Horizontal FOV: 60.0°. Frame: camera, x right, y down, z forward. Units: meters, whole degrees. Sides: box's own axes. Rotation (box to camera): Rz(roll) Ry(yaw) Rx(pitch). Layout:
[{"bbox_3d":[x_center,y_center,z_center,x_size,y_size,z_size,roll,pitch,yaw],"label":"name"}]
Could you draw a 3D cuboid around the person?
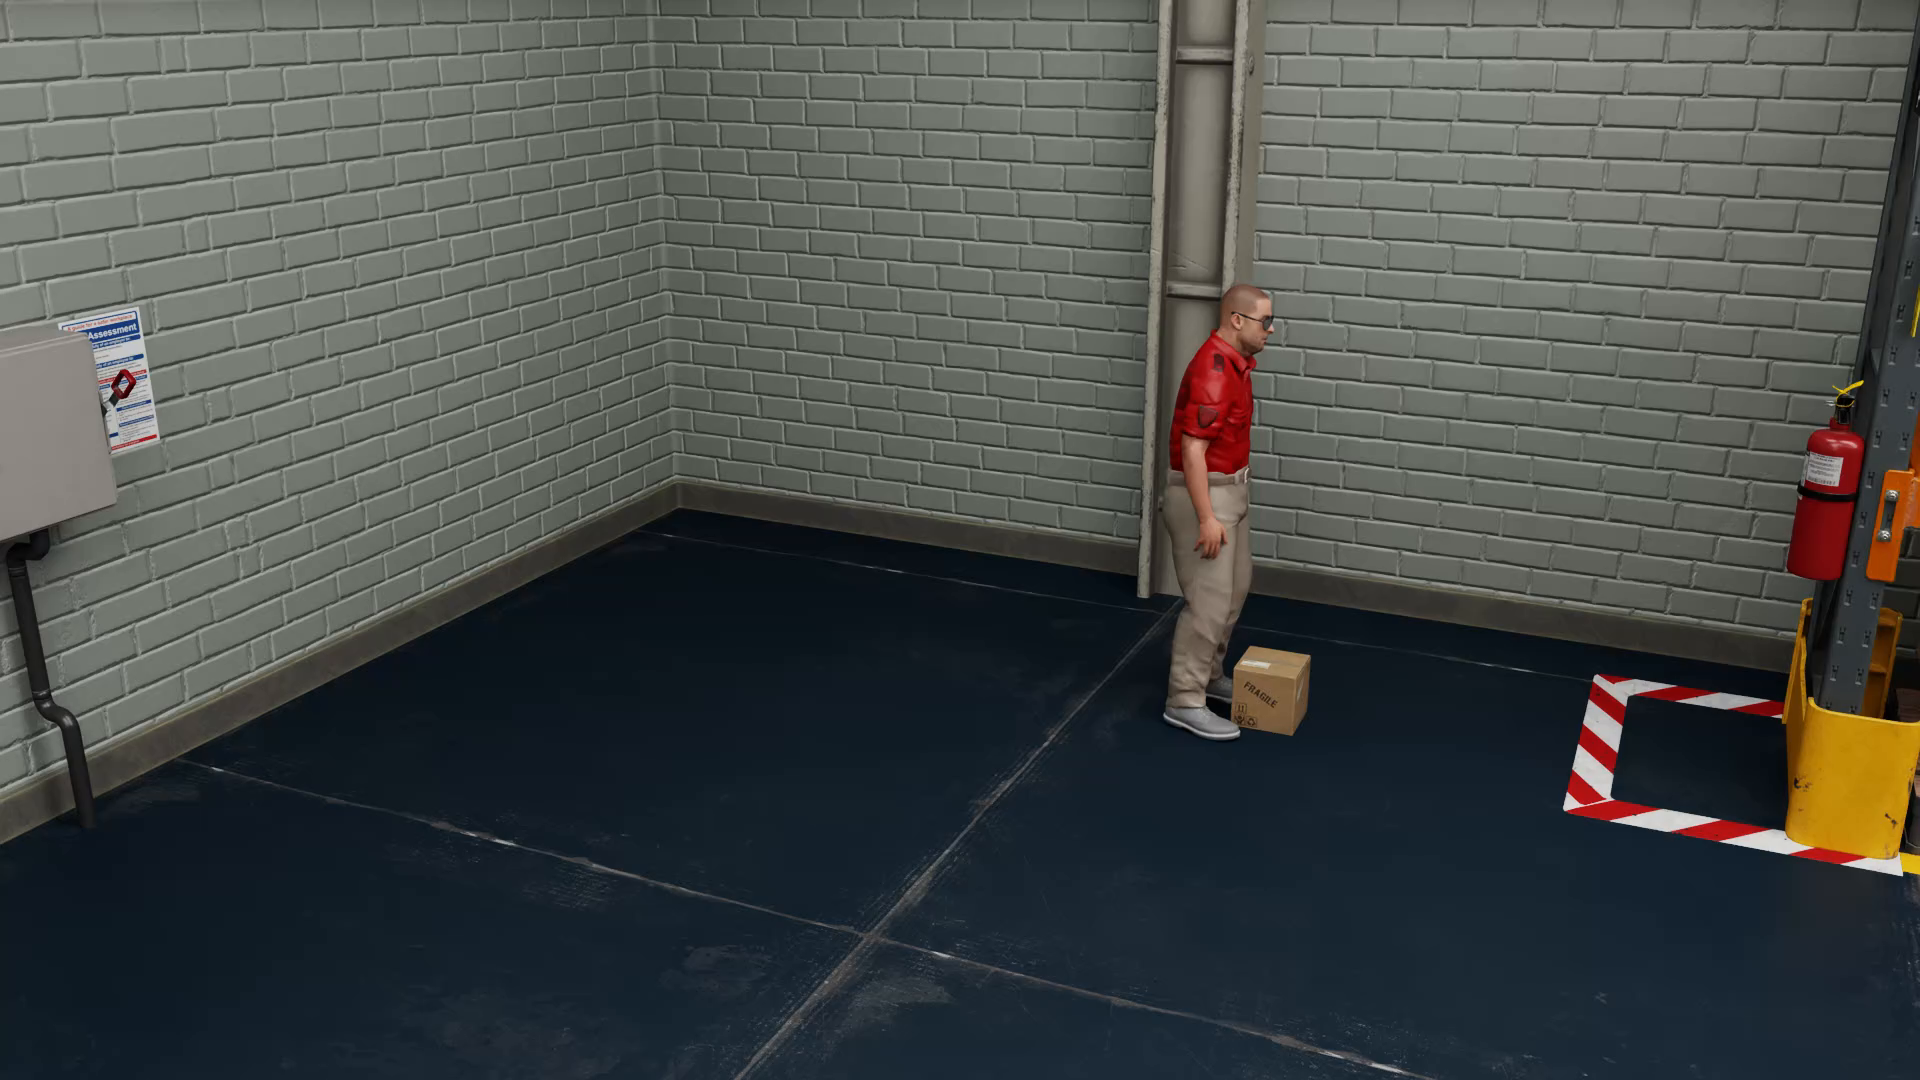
[{"bbox_3d":[1.002,-0.134,6.478,0.393,1.726,0.599,7,20,20],"label":"person"}]
